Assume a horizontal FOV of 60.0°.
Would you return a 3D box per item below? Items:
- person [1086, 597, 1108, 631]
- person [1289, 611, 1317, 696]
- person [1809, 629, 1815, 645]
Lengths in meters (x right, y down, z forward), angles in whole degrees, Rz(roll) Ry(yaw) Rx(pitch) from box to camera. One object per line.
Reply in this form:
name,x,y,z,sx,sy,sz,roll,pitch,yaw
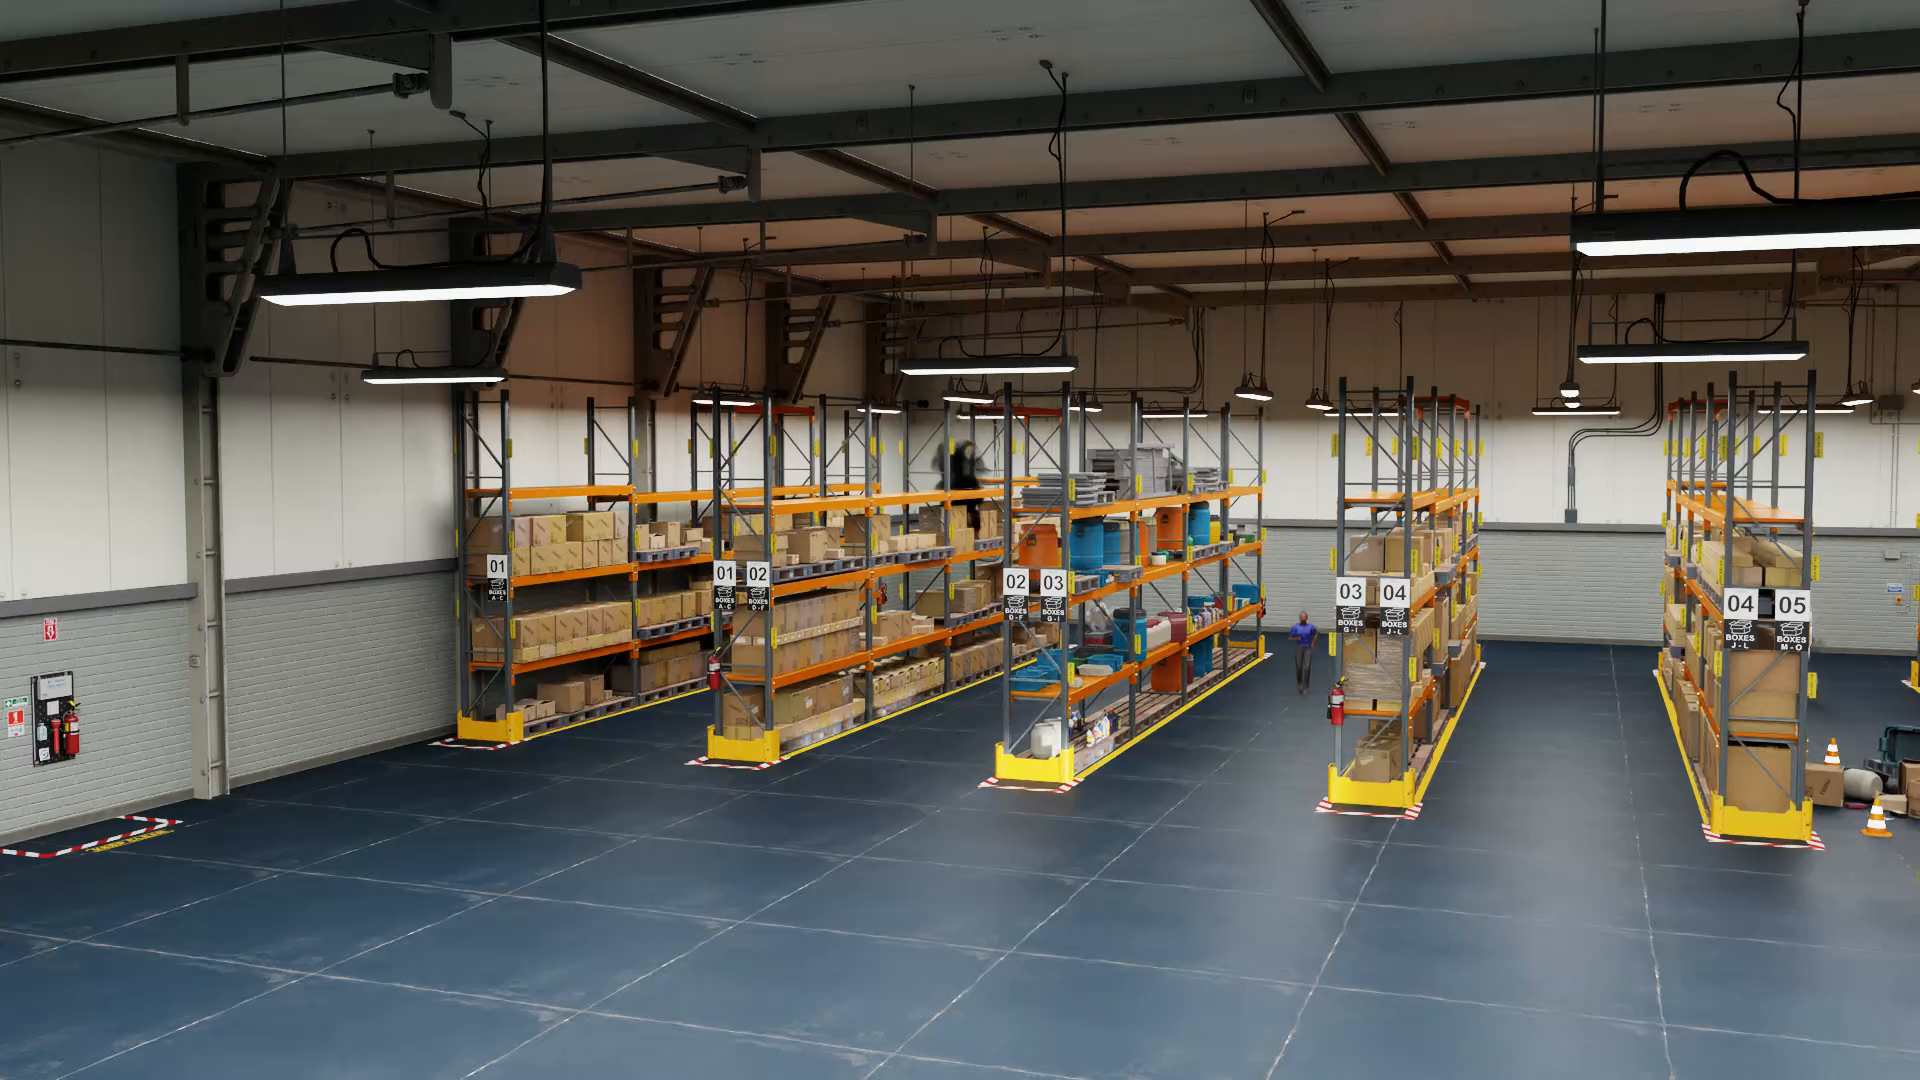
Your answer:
person,3.274,2.054,39.697,0.534,1.563,0.597,1,3,14
person,6.969,2.280,33.797,0.575,1.657,0.909,1,3,12
person,17.103,2.262,34.033,0.664,1.737,0.794,1,3,12
